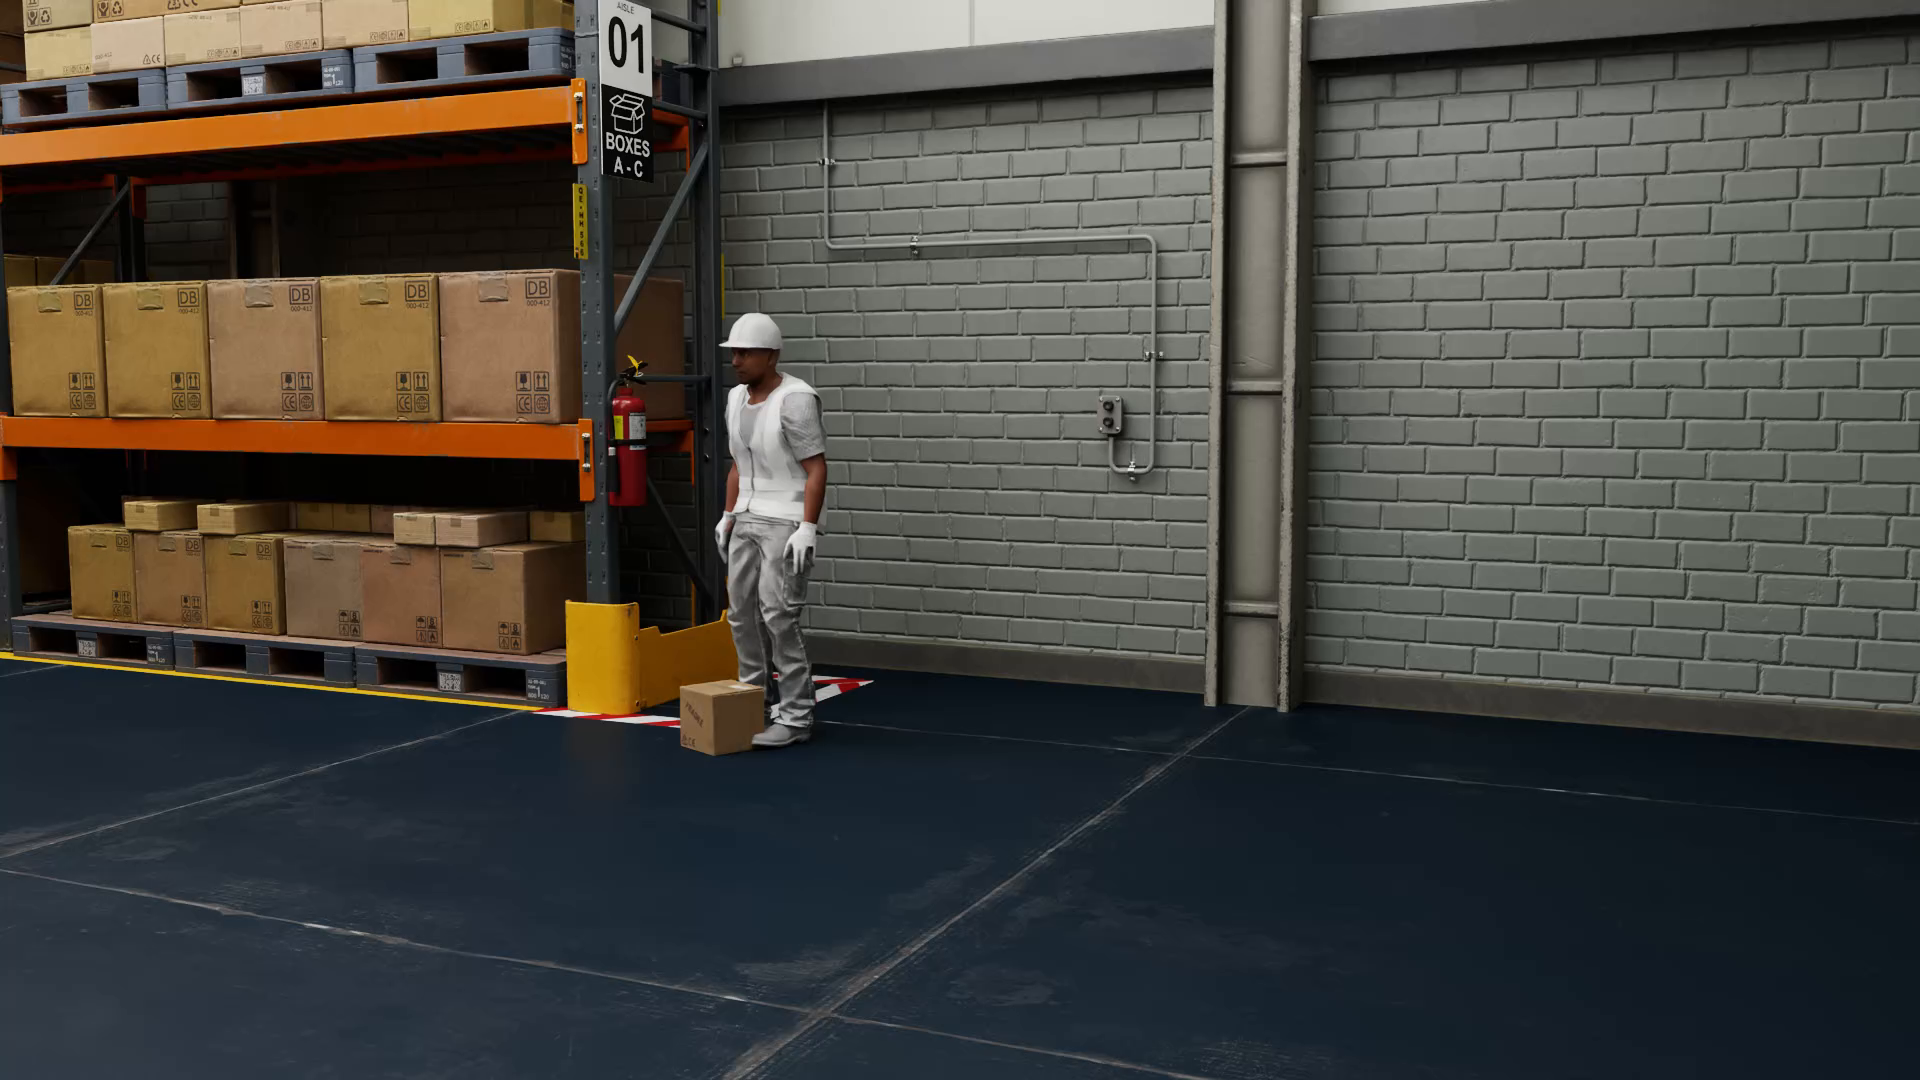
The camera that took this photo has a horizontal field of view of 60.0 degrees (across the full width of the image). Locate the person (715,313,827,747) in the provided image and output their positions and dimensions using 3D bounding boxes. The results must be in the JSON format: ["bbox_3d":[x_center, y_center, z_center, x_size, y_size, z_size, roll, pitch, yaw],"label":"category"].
[{"bbox_3d":[-0.800,-0.045,6.899,0.452,1.772,0.616,-5,7,-41],"label":"person"}]
